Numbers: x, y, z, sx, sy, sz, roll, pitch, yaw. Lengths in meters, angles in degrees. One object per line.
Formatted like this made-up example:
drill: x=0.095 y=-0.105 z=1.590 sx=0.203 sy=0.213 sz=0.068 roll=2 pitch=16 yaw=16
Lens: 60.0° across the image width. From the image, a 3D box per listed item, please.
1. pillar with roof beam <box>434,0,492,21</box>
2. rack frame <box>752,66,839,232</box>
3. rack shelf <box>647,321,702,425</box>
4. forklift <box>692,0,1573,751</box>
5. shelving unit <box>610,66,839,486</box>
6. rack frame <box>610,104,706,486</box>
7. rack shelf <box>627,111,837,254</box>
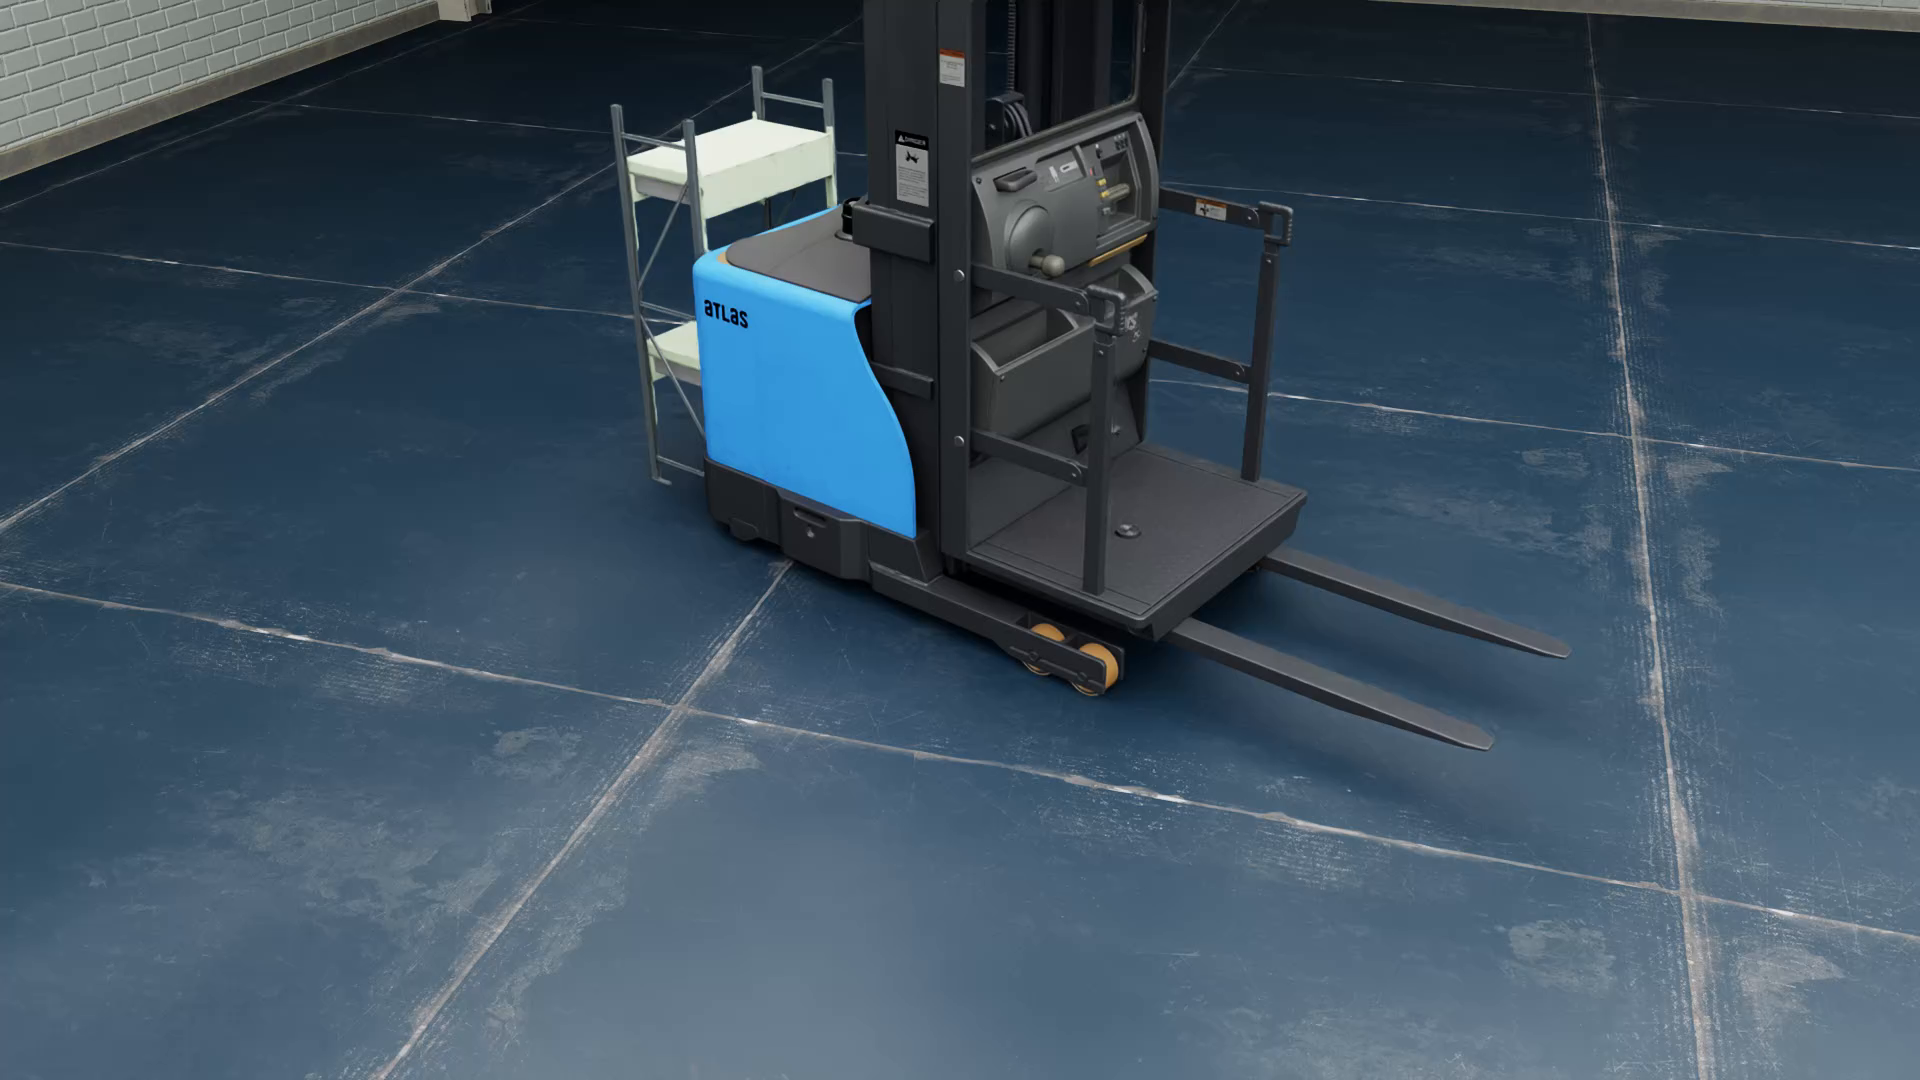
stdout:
pillar with roof beam: x=-0.182 y=-7.867 z=11.136 sx=9.100 sy=9.000 sz=0.400 roll=8 pitch=30 yaw=15
rack frame: x=-0.638 y=-1.132 z=6.736 sx=0.400 sy=1.500 sz=0.023 roll=19 pitch=34 yaw=32
rack shelf: x=-0.855 y=-0.704 z=6.637 sx=0.431 sy=0.370 sz=0.720 roll=19 pitch=34 yaw=32
forklift: x=0.514 y=-1.072 z=5.162 sx=3.031 sy=2.935 sz=1.130 roll=21 pitch=35 yaw=33
shelving unit: x=-0.859 y=-0.991 z=6.481 sx=0.431 sy=1.500 sz=0.755 roll=19 pitch=34 yaw=32
rack frame: x=-1.080 y=-0.849 z=6.226 sx=0.400 sy=1.500 sz=0.023 roll=19 pitch=34 yaw=32
rack shelf: x=-0.864 y=-1.333 z=6.294 sx=0.431 sy=0.370 sz=0.720 roll=19 pitch=34 yaw=32
